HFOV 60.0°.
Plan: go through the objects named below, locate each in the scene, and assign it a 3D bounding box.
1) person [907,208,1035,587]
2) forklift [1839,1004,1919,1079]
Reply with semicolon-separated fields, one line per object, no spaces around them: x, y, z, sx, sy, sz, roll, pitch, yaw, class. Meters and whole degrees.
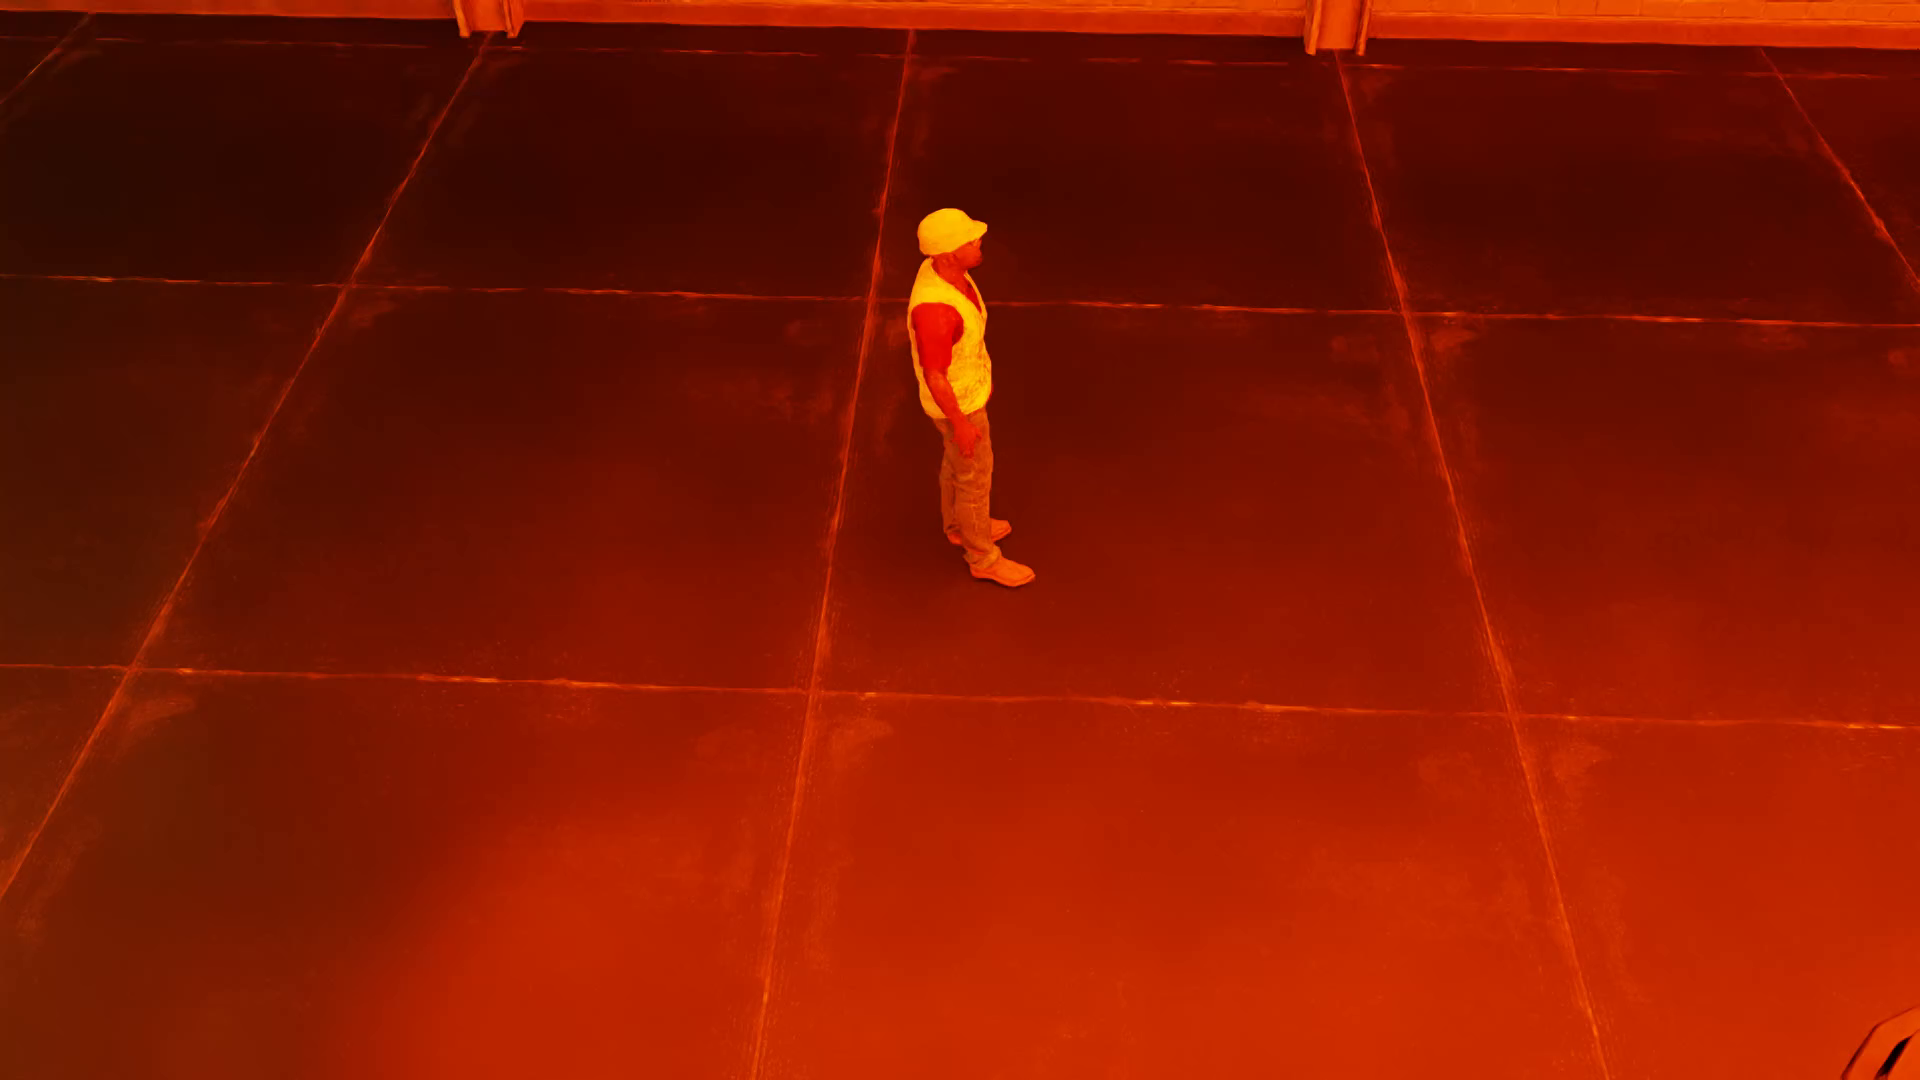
0.069;-0.652;7.310;0.576;1.766;0.665;2;42;2;person
2.124;2.260;3.267;1.130;2.935;3.031;-16;45;-17;forklift
